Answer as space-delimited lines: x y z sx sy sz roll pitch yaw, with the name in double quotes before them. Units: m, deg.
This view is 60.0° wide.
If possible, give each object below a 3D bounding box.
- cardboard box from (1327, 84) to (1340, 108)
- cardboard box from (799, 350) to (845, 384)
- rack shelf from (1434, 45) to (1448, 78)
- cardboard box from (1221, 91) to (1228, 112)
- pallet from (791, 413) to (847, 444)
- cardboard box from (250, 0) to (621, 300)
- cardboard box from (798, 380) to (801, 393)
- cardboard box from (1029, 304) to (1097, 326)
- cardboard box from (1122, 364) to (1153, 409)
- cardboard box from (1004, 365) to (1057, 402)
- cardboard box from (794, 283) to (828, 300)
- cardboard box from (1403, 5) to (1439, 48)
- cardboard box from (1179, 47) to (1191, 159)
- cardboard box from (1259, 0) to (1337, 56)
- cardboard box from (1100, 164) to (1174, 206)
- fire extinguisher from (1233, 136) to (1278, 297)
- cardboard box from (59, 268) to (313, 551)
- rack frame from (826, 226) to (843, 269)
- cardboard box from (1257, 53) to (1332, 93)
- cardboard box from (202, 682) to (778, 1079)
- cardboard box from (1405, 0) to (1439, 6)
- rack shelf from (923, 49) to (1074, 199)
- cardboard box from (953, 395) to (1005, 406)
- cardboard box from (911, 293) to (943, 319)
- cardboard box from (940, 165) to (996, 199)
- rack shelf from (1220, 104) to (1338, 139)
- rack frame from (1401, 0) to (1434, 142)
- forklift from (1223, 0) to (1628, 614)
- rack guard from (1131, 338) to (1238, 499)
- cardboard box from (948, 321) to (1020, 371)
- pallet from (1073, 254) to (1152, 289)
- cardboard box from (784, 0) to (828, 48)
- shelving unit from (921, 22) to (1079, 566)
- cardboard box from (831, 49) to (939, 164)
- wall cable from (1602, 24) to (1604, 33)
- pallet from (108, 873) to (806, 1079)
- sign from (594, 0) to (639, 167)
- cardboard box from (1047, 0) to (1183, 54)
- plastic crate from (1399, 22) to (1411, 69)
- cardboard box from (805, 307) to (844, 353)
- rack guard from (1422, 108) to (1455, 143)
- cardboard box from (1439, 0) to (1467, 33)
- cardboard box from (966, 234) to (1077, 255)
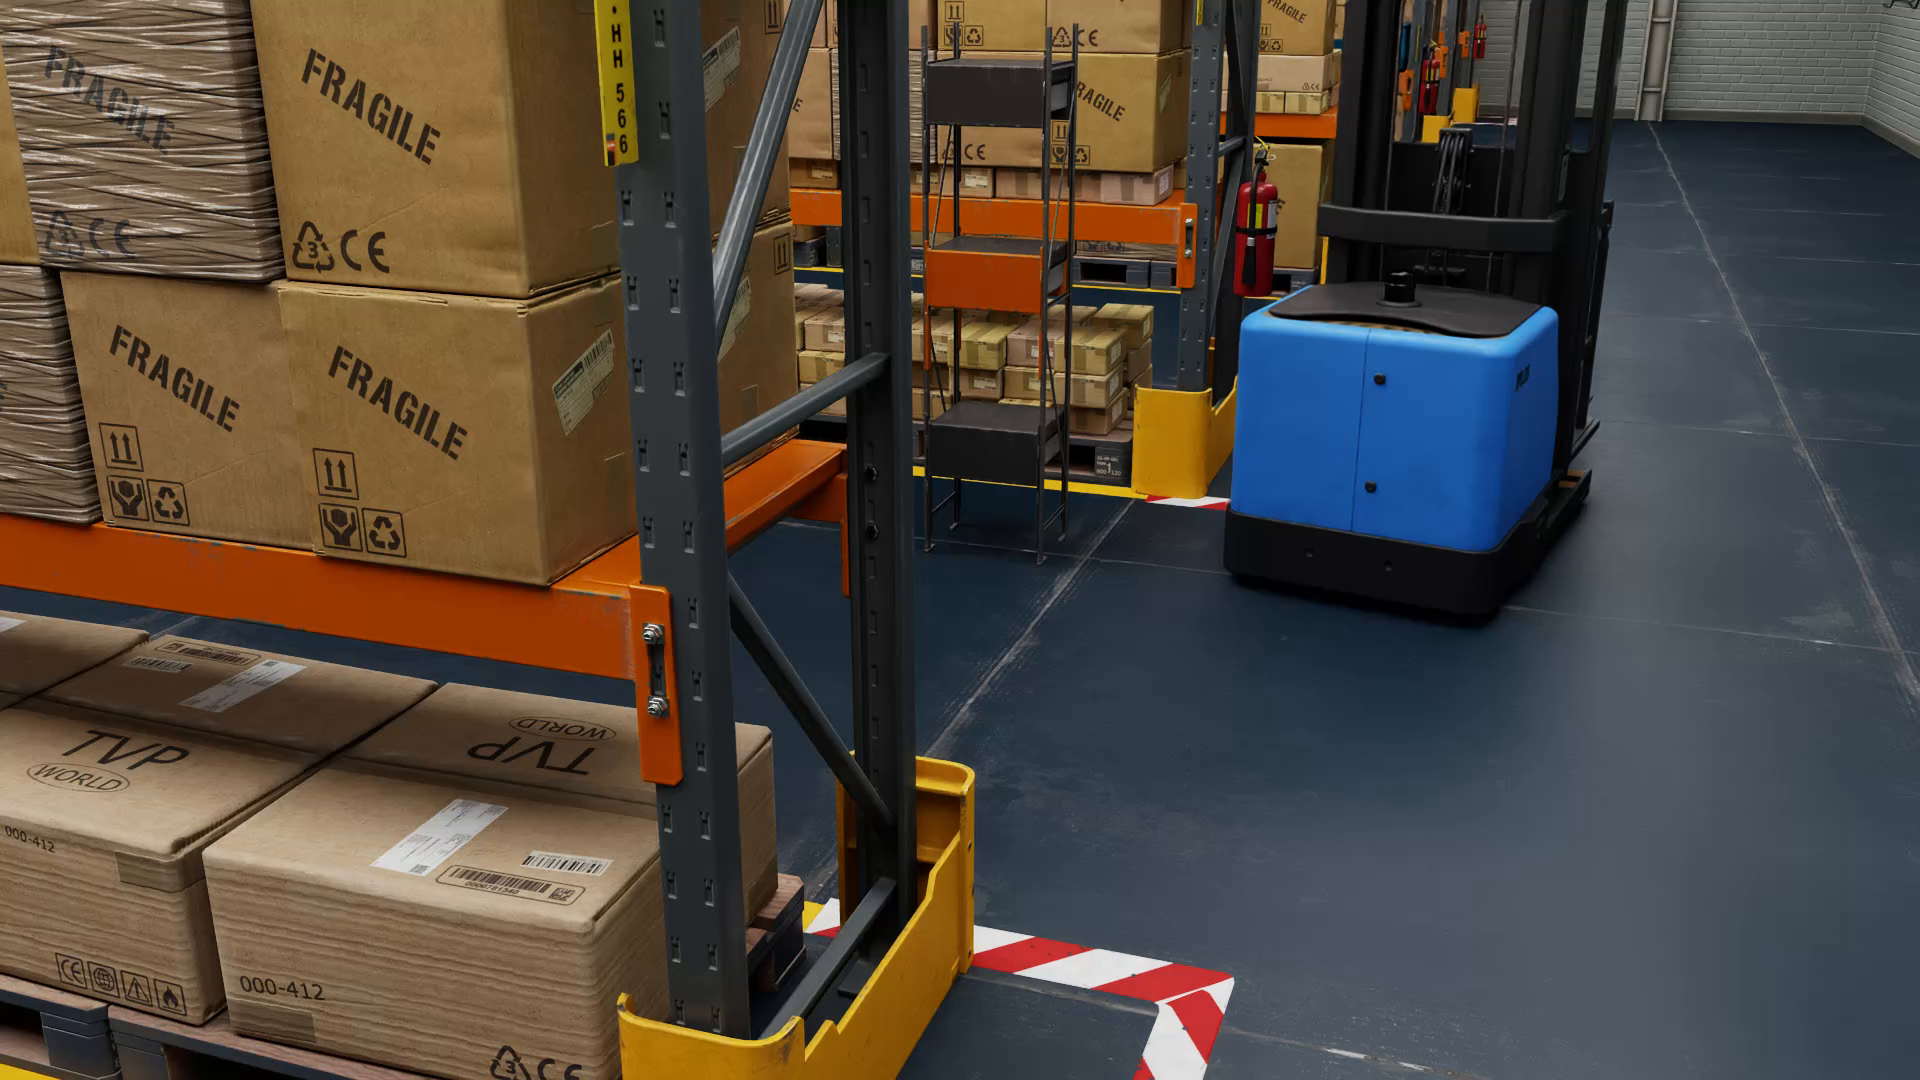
"cardboard box" 2.701 -3.342 12.488 0.250 0.149 0.380 7 20 19
"cardboard box" -0.608 -0.890 8.314 0.250 0.149 0.380 8 21 21
"rack shelf" 4.293 -6.276 21.616 4.000 0.370 1.077 7 20 18
"cardboard box" 2.000 -3.192 12.059 0.250 0.149 0.380 7 20 18
"pallet" -0.771 -0.711 8.795 1.213 0.211 1.003 7 20 18
"cardboard box" -0.858 -0.736 2.959 0.500 0.500 0.500 7 20 20
"cardboard box" -0.823 -0.801 8.511 0.250 0.149 0.380 7 20 20
"cardboard box" 0.522 -1.076 8.396 0.250 0.149 0.380 7 20 19
"cardboard box" 0.815 -0.797 8.498 0.250 0.149 0.380 7 20 19
"cardboard box" 0.383 -0.794 8.039 0.250 0.149 0.380 6 20 17
"cardboard box" -0.896 -1.278 8.975 0.250 0.149 0.380 6 20 16
"cardboard box" 5.670 -6.410 20.757 0.500 0.500 0.500 7 20 20
"cardboard box" 0.871 -2.111 7.970 0.500 0.500 0.500 8 21 21
"cardboard box" 2.382 -3.714 11.812 0.500 0.500 0.500 7 20 19
"cardboard box" 0.804 -1.617 7.540 0.250 0.149 0.380 7 20 18
"fire extinguisher" 1.291 -1.405 7.234 0.183 0.674 0.296 7 20 18
"cardboard box" -1.336 -0.314 3.269 0.500 0.500 0.500 6 20 17
"rack frame" -0.850 -3.752 13.282 0.127 3.000 1.000 7 20 18
"cardboard box" 2.383 -3.359 11.932 0.500 0.250 0.500 6 20 17
"cardboard box" -0.980 0.733 3.671 0.875 0.438 0.875 6 20 16
"cardboard box" 5.672 -6.881 20.589 0.500 0.500 0.500 6 20 18
"rack shelf" 0.156 -1.622 6.453 0.480 0.518 0.431 7 20 18
"cardboard box" 0.142 -0.684 8.175 0.250 0.149 0.380 6 20 18
"cardboard box" -0.195 -1.177 8.685 0.250 0.149 0.380 7 21 20
"cardboard box" 0.091 -1.698 7.773 0.250 0.149 0.380 7 20 20
"rack shelf" 1.039 -3.196 12.781 4.000 0.370 1.077 7 20 18
"rack frame" 4.553 -4.860 16.461 0.127 3.000 1.000 7 20 18
"forklift" 2.207 -1.549 7.068 1.130 2.935 3.031 11 22 28
"rack guard" 1.133 -0.616 8.085 0.348 0.500 1.175 7 20 18
"cardboard box" 0.117 -0.933 7.986 0.250 0.149 0.380 6 20 17
"pallet" 0.998 -2.197 13.059 1.213 0.211 1.003 7 20 18
"cardboard box" -0.782 -2.585 7.811 0.500 0.500 0.500 6 20 16
"shelving unit" 0.156 -0.974 6.679 0.503 2.100 0.431 7 20 18
"cardboard box" -0.271 -2.054 7.807 0.500 0.500 0.500 7 20 18
"wall cable" 9.325 -8.576 25.577 1.851 1.984 0.084 7 20 18
"pallet" -1.105 1.016 3.840 1.213 0.211 1.003 7 20 18
"sign" -0.515 -0.730 2.494 0.005 0.325 0.100 7 20 18
"cardboard box" 0.691 -2.420 7.340 0.500 0.500 0.500 6 20 17
"plastic crate" 4.176 -4.883 16.382 0.499 0.435 0.616 7 20 18
"cardboard box" -0.592 -1.056 8.337 0.250 0.149 0.380 6 20 16
"rack guard" 6.111 -5.227 21.313 0.348 0.500 1.175 7 20 18
"cardboard box" 7.320 -8.134 25.397 0.700 0.700 0.980 7 21 21
"cardboard box" 0.597 -2.753 13.008 0.875 0.875 0.875 7 20 18
